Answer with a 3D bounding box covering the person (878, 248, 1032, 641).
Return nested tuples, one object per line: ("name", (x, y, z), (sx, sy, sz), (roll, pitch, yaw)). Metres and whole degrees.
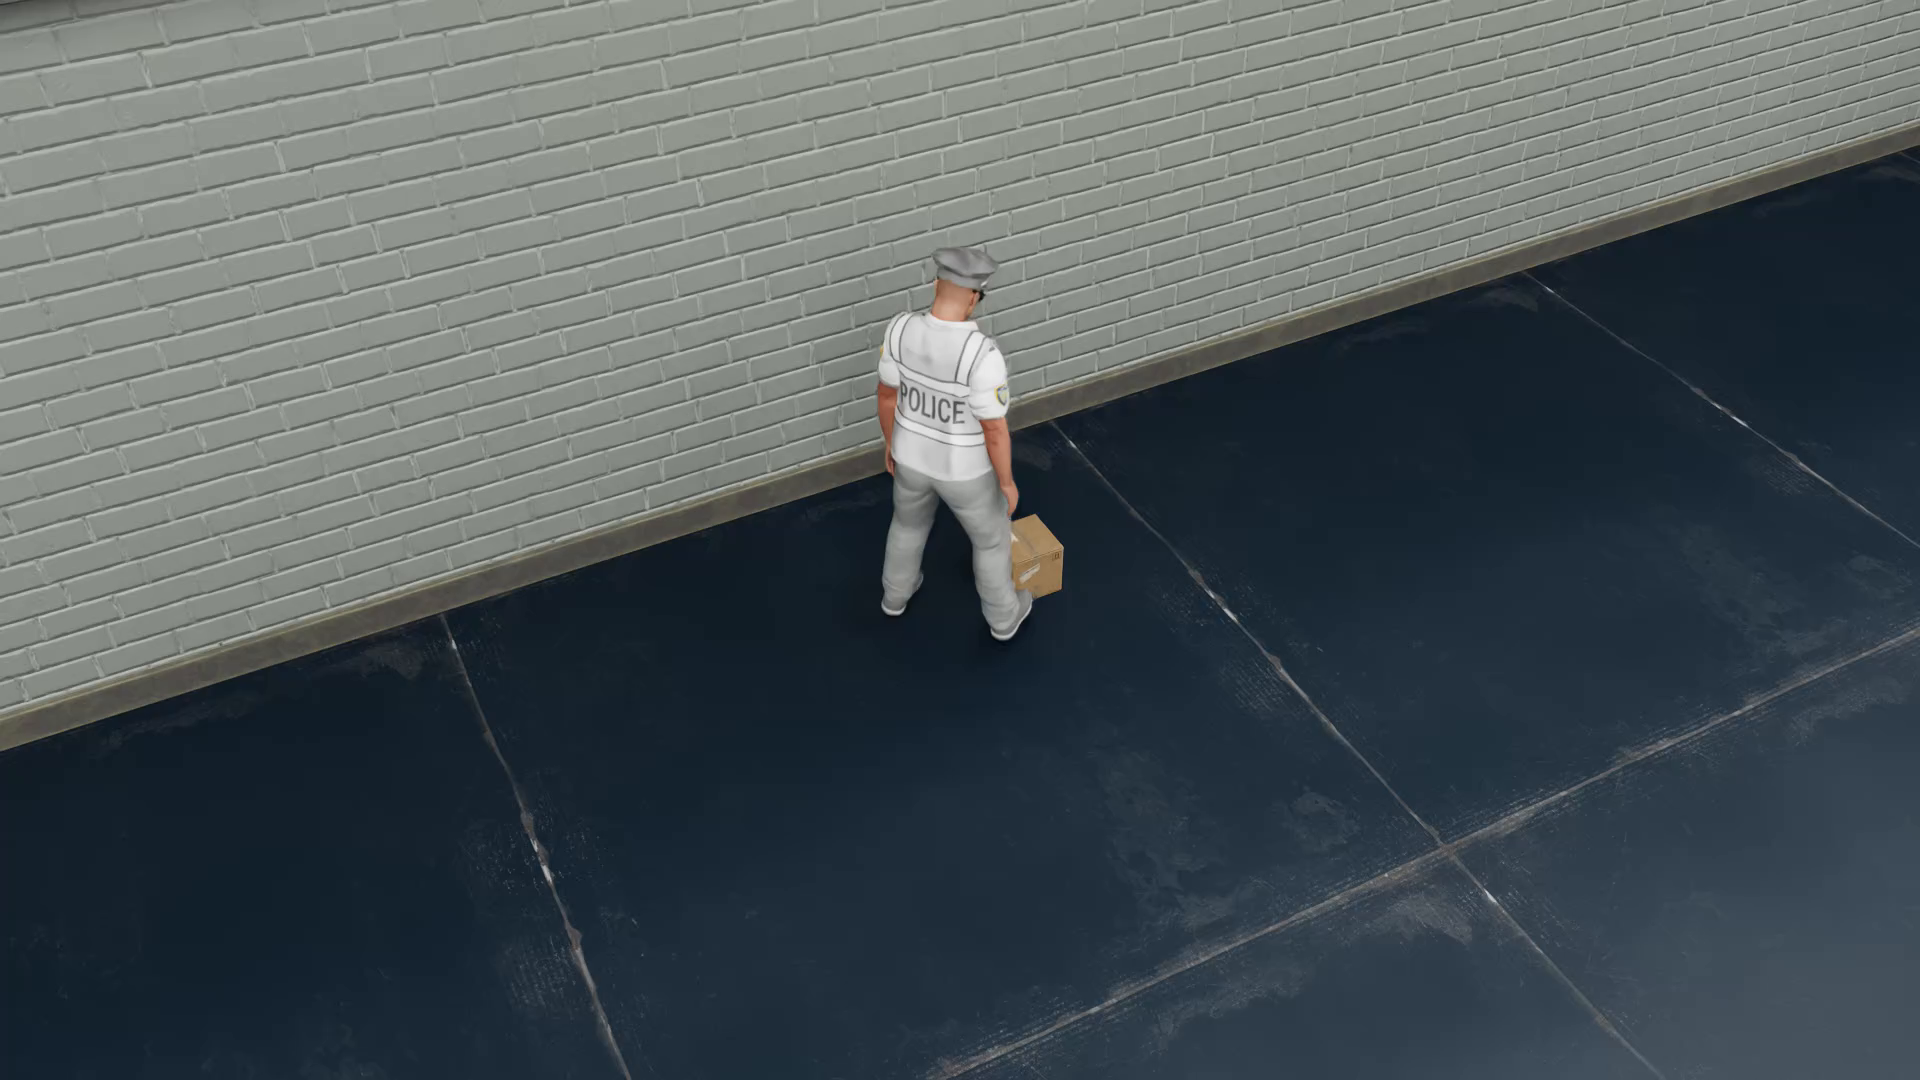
("person", (-0.028, -0.350, 6.547), (0.657, 1.740, 0.492), (22, 46, 23))
